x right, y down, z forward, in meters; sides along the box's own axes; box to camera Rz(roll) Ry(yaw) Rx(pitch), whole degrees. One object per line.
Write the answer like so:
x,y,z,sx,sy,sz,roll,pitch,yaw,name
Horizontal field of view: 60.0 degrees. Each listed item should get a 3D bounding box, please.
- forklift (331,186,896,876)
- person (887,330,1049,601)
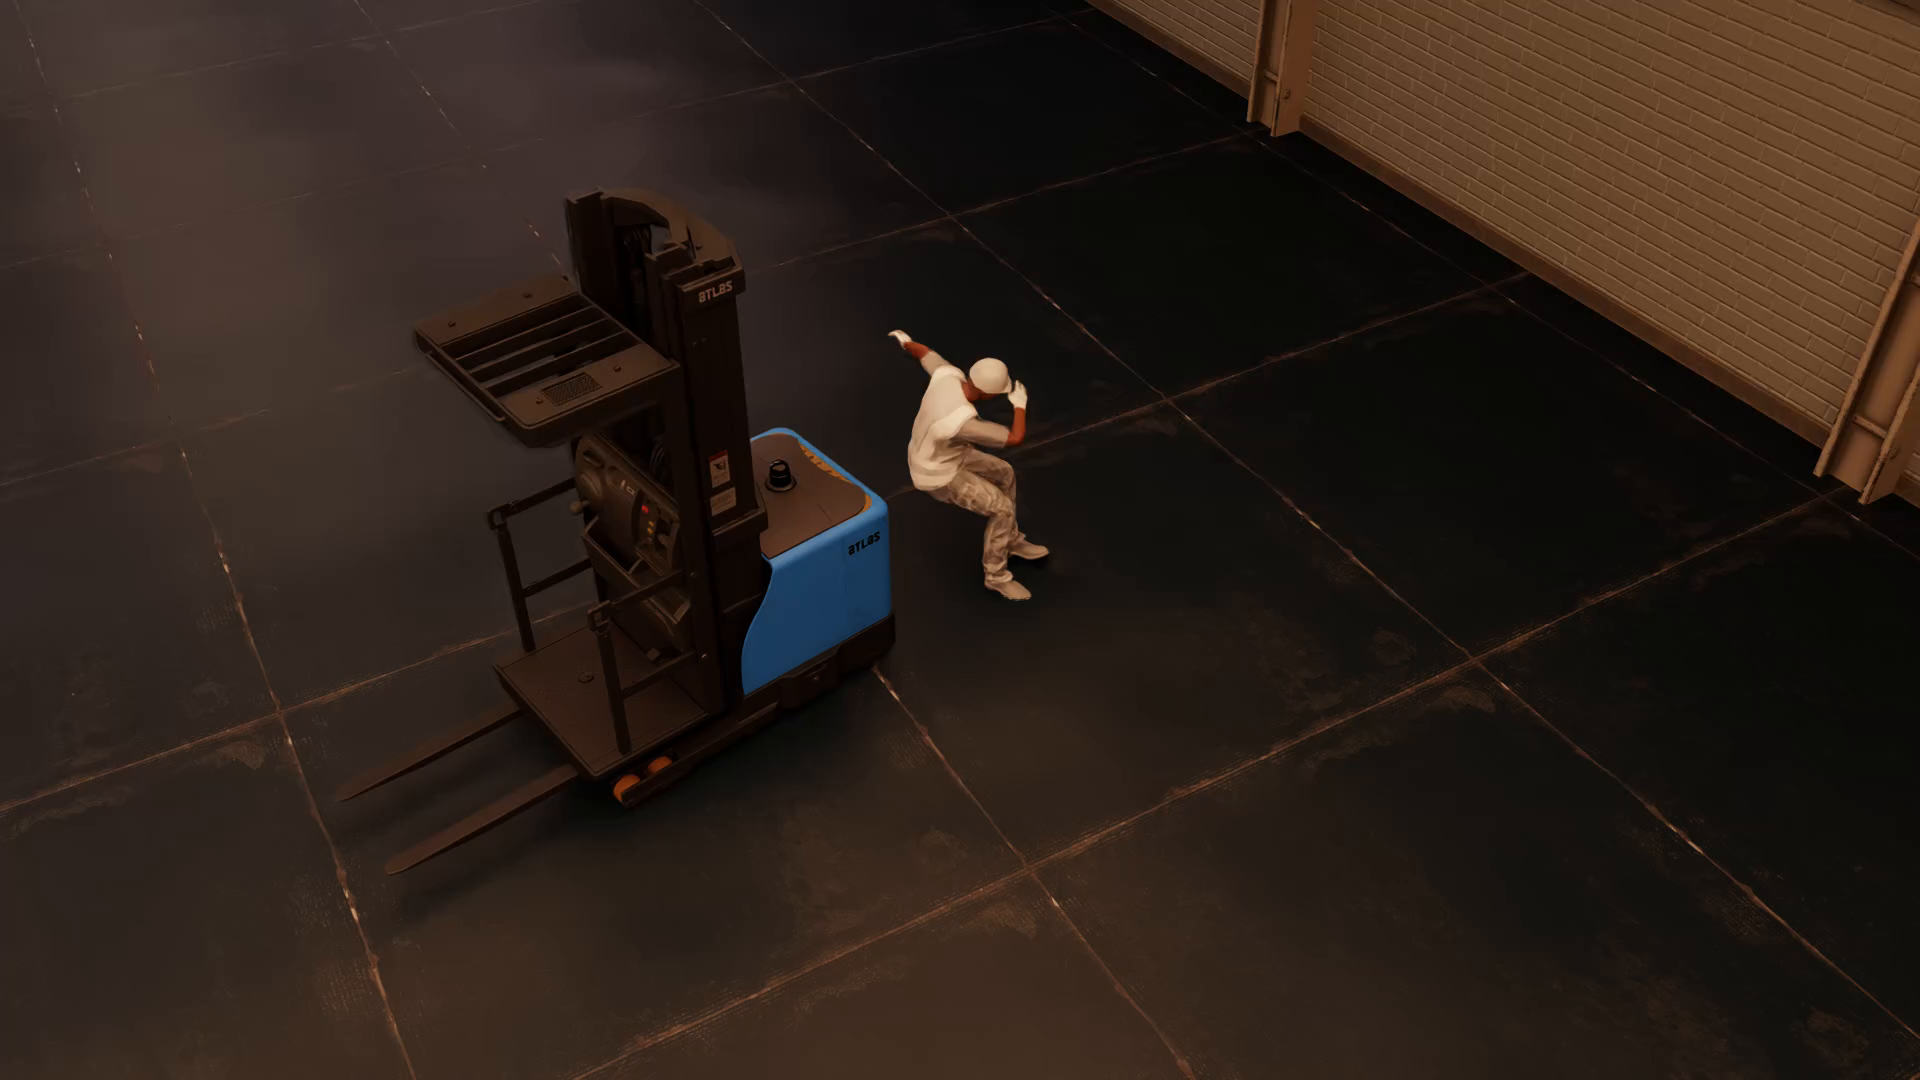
-1.820,-0.124,8.185,3.031,2.935,1.130,-28,47,-30,forklift
0.068,-0.580,9.938,0.859,1.449,1.336,-5,40,-6,person
